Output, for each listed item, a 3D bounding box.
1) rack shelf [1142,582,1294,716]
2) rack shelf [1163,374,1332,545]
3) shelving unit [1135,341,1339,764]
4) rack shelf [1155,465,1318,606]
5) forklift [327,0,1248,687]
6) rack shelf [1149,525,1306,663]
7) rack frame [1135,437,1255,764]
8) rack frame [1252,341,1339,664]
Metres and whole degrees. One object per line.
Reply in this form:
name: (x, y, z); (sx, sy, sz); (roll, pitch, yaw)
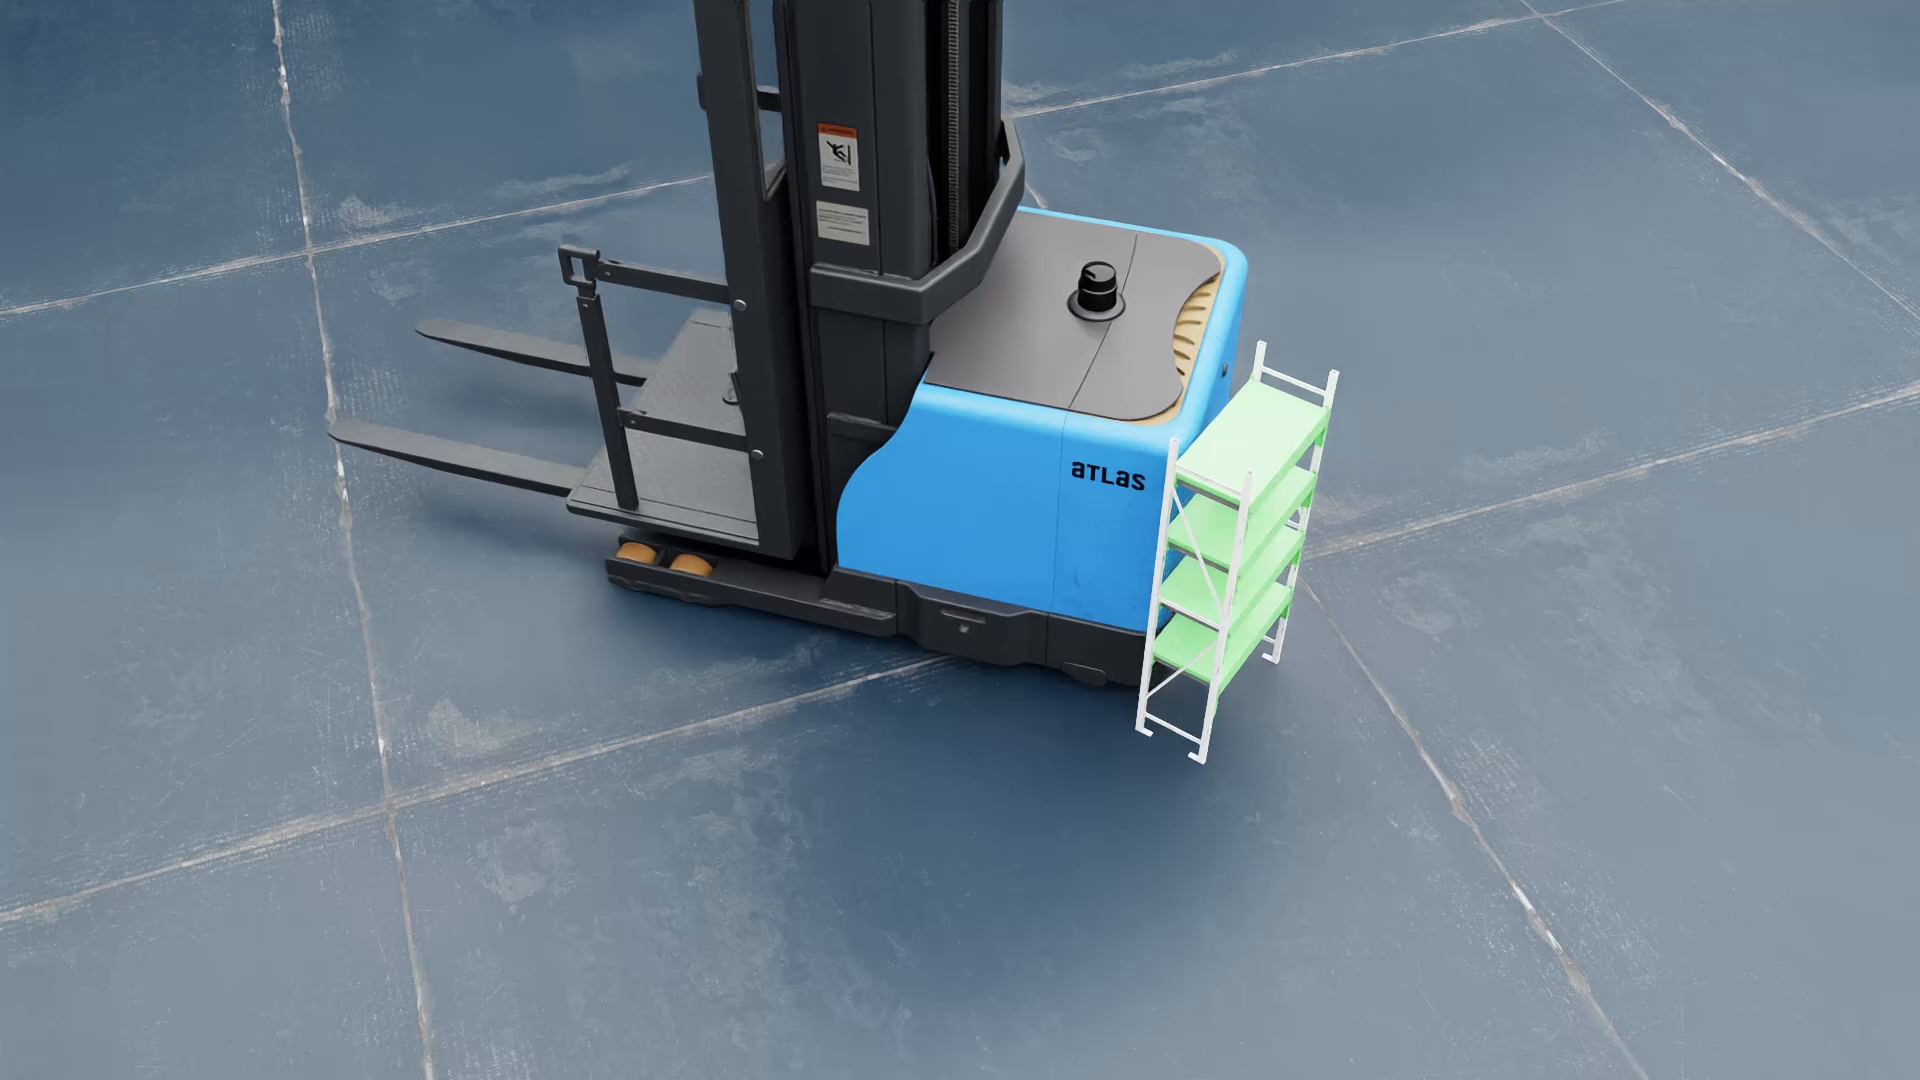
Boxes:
rack shelf: (0.786, 0.280, 5.052); (0.258, 0.148, 0.480); (26, 51, 24)
rack shelf: (0.786, -0.228, 4.542); (0.258, 0.148, 0.480); (26, 51, 24)
shelving unit: (0.786, 0.066, 4.837); (0.258, 1.200, 0.503); (26, 51, 24)
rack shelf: (0.786, -0.058, 4.712); (0.258, 0.148, 0.480); (26, 51, 24)
forklift: (-0.670, -1.171, 4.848); (3.031, 2.935, 1.130); (12, 46, 12)
rack shelf: (0.786, 0.111, 4.882); (0.258, 0.148, 0.480); (26, 51, 24)
rack frame: (0.647, 0.208, 4.695); (0.240, 1.200, 0.015); (26, 51, 24)
rack frame: (0.925, -0.076, 4.979); (0.240, 1.200, 0.015); (26, 51, 24)
